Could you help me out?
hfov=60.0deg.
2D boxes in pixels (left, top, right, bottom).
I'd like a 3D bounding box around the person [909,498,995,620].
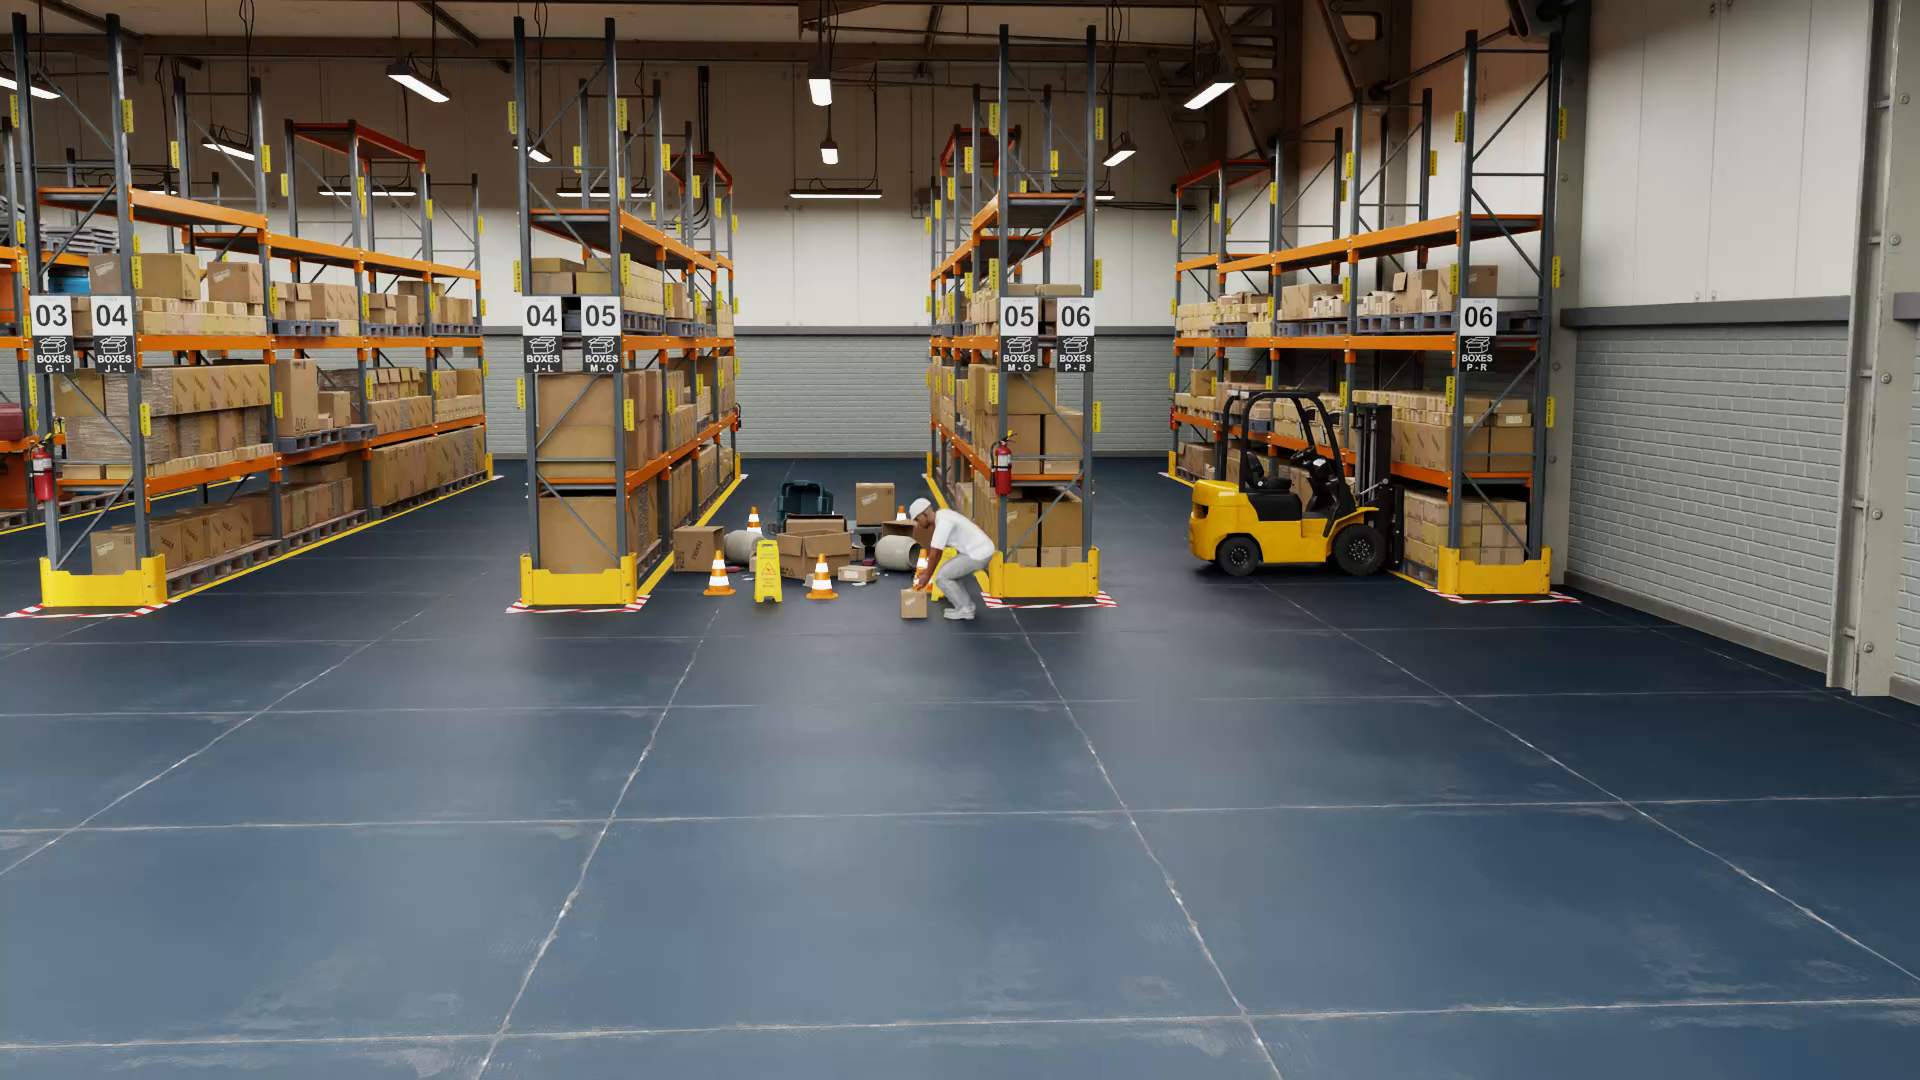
[{"bbox_3d":[-0.079,0.182,16.532,0.847,1.196,0.619,1,7,8],"label":"person"}]
